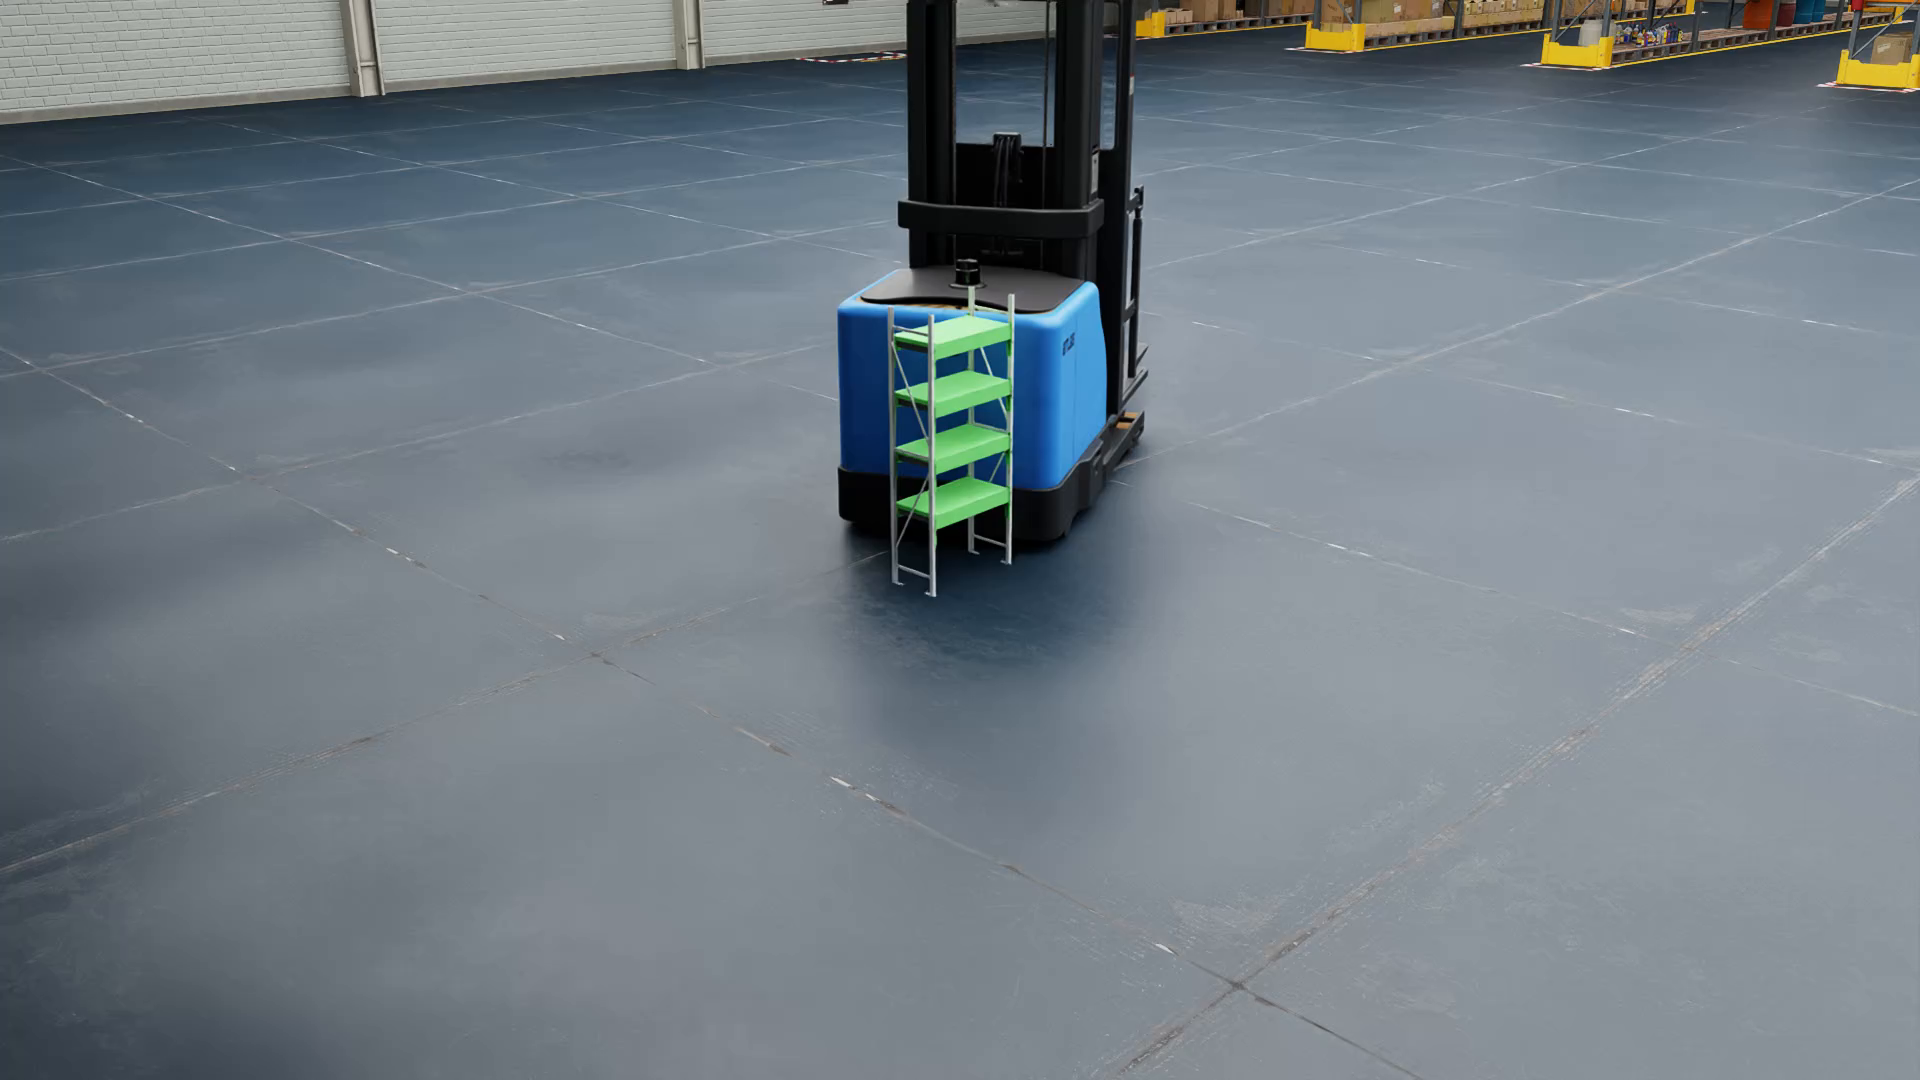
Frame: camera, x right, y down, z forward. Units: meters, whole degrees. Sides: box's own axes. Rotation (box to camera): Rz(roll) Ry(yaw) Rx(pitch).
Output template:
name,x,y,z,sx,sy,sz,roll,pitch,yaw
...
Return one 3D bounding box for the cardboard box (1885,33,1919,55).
name,x,y,z,sx,sy,sz,roll,pitch,yaw
cardboard box,15.306,-7.928,26.920,0.500,0.500,0.500,-12,24,-28

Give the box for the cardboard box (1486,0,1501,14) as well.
name,x,y,z,sx,sy,sz,roll,pitch,yaw
cardboard box,11.341,-11.568,35.956,0.500,0.311,0.500,18,27,39

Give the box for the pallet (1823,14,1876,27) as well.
name,x,y,z,sx,sy,sz,roll,pitch,yaw
pallet,20.625,-12.117,38.806,1.003,0.211,1.213,19,28,41

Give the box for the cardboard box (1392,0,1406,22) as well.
name,x,y,z,sx,sy,sz,roll,pitch,yaw
cardboard box,8.591,-10.666,33.347,0.500,0.500,0.500,19,28,41

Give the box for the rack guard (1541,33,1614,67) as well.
name,x,y,z,sx,sy,sz,roll,pitch,yaw
rack guard,10.937,-8.685,29.473,1.175,0.500,0.348,19,28,41

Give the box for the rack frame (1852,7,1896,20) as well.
name,x,y,z,sx,sy,sz,roll,pitch,yaw
rack frame,22.079,-13.933,39.644,1.000,3.000,0.127,19,28,41

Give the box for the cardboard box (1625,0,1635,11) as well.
name,x,y,z,sx,sy,sz,roll,pitch,yaw
cardboard box,16.190,-13.150,40.740,0.500,0.311,0.500,19,28,41

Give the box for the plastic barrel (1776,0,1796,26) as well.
name,x,y,z,sx,sy,sz,roll,pitch,yaw
plastic barrel,17.615,-11.367,35.744,0.600,0.588,0.708,19,28,41

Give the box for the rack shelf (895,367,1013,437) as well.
name,x,y,z,sx,sy,sz,roll,pitch,yaw
rack shelf,-0.033,-0.579,6.917,0.258,0.148,0.480,18,27,39

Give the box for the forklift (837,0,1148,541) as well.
name,x,y,z,sx,sy,sz,roll,pitch,yaw
forklift,0.362,-1.859,8.325,1.130,2.935,3.031,6,22,16

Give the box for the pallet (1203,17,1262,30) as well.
name,x,y,z,sx,sy,sz,roll,pitch,yaw
pallet,6.166,-11.845,38.097,1.003,0.211,1.213,19,28,41

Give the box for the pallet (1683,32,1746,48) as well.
name,x,y,z,sx,sy,sz,roll,pitch,yaw
pallet,15.079,-10.074,33.489,1.003,0.211,1.213,19,28,41

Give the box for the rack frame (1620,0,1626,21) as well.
name,x,y,z,sx,sy,sz,roll,pitch,yaw
rack frame,15.742,-14.146,40.196,1.000,3.000,0.127,19,28,41

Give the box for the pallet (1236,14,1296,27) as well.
name,x,y,z,sx,sy,sz,roll,pitch,yaw
pallet,7.151,-12.227,39.091,1.003,0.211,1.213,19,28,41

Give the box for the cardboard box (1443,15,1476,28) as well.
name,x,y,z,sx,sy,sz,roll,pitch,yaw
cardboard box,10.620,-11.043,35.373,0.500,0.250,0.500,18,28,39

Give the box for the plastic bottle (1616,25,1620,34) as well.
name,x,y,z,sx,sy,sz,roll,pitch,yaw
plastic bottle,12.289,-9.508,31.210,0.185,0.351,0.144,-19,28,-40

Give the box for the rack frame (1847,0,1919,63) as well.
name,x,y,z,sx,sy,sz,roll,pitch,yaw
rack frame,14.466,-8.581,25.718,1.000,3.000,0.127,19,28,41

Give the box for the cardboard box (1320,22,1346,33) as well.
name,x,y,z,sx,sy,sz,roll,pitch,yaw
cardboard box,7.533,-10.185,33.140,0.500,0.250,0.500,19,28,41

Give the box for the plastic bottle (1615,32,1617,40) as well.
name,x,y,z,sx,sy,sz,roll,pitch,yaw
plastic bottle,12.156,-9.371,30.947,0.061,0.283,0.133,19,28,41

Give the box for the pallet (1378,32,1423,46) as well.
name,x,y,z,sx,sy,sz,roll,pitch,yaw
pallet,8.725,-10.279,34.022,1.003,0.211,1.213,19,28,41

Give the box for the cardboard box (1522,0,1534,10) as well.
name,x,y,z,sx,sy,sz,roll,pitch,yaw
cardboard box,12.405,-11.960,36.976,0.500,0.311,0.500,19,28,40

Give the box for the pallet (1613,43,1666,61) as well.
name,x,y,z,sx,sy,sz,roll,pitch,yaw
pallet,12.358,-9.069,30.877,1.003,0.211,1.213,19,28,41

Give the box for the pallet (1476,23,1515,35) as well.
name,x,y,z,sx,sy,sz,roll,pitch,yaw
pallet,11.498,-11.302,36.684,1.003,0.211,1.213,19,28,41

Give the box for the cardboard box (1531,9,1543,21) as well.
name,x,y,z,sx,sy,sz,roll,pitch,yaw
cardboard box,12.759,-11.834,37.429,0.500,0.250,0.500,-19,28,-41

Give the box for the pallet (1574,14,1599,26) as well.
name,x,y,z,sx,sy,sz,roll,pitch,yaw
pallet,14.351,-12.310,39.308,1.003,0.211,1.213,19,28,41

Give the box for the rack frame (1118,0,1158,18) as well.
name,x,y,z,sx,sy,sz,roll,pitch,yaw
rack frame,3.819,-12.300,35.394,1.000,3.000,0.127,19,28,41

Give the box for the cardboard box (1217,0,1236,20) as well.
name,x,y,z,sx,sy,sz,roll,pitch,yaw
cardboard box,5.914,-12.090,37.719,0.500,0.500,0.500,17,27,37

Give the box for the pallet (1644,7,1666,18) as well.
name,x,y,z,sx,sy,sz,roll,pitch,yaw
pallet,17.073,-13.335,41.975,1.003,0.211,1.213,19,28,41

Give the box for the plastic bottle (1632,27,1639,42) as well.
name,x,y,z,sx,sy,sz,roll,pitch,yaw
plastic bottle,12.833,-9.609,31.584,0.097,0.271,0.097,0,21,0

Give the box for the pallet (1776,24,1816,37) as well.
name,x,y,z,sx,sy,sz,roll,pitch,yaw
pallet,17.869,-11.100,36.160,1.003,0.211,1.213,19,28,41

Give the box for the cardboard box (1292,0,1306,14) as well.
name,x,y,z,sx,sy,sz,roll,pitch,yaw
cardboard box,7.820,-12.826,39.635,0.700,0.500,0.500,20,28,41

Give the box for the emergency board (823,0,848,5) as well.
name,x,y,z,sx,sy,sz,roll,pitch,yaw
emergency board,-2.269,-10.531,30.791,0.157,1.169,0.626,19,28,41

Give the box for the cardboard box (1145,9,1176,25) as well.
name,x,y,z,sx,sy,sz,roll,pitch,yaw
cardboard box,4.366,-11.405,36.202,0.500,0.311,0.500,15,26,35

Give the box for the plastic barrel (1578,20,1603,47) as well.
name,x,y,z,sx,sy,sz,roll,pitch,yaw
plastic barrel,11.322,-9.043,29.804,0.421,0.512,0.421,0,21,0

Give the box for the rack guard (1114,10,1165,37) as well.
name,x,y,z,sx,sy,sz,roll,pitch,yaw
rack guard,3.872,-11.153,35.893,1.175,0.500,0.348,19,28,41

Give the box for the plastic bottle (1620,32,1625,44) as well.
name,x,y,z,sx,sy,sz,roll,pitch,yaw
plastic bottle,12.406,-9.419,31.187,0.097,0.201,0.097,0,21,0

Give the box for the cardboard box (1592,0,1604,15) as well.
name,x,y,z,sx,sy,sz,roll,pitch,yaw
cardboard box,14.902,-12.732,39.389,0.500,0.500,0.500,20,29,41

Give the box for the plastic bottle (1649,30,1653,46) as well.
name,x,y,z,sx,sy,sz,roll,pitch,yaw
plastic bottle,12.714,-9.254,30.659,0.097,0.271,0.097,0,21,0

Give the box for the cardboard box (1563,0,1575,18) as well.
name,x,y,z,sx,sy,sz,roll,pitch,yaw
cardboard box,13.835,-12.337,38.363,0.500,0.500,0.500,18,27,39

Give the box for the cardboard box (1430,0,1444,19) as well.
name,x,y,z,sx,sy,sz,roll,pitch,yaw
cardboard box,9.637,-11.052,34.350,0.500,0.500,0.500,19,28,41

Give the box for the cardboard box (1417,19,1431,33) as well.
name,x,y,z,sx,sy,sz,roll,pitch,yaw
cardboard box,9.300,-10.569,34.140,0.500,0.250,0.500,19,28,41

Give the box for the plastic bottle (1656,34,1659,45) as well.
name,x,y,z,sx,sy,sz,roll,pitch,yaw
plastic bottle,12.927,-9.300,30.876,0.097,0.201,0.097,0,21,0

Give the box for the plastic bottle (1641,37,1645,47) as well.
name,x,y,z,sx,sy,sz,roll,pitch,yaw
plastic bottle,12.478,-9.134,30.445,0.097,0.201,0.097,0,21,0

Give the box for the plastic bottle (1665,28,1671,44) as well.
name,x,y,z,sx,sy,sz,roll,pitch,yaw
plastic bottle,13.247,-9.447,31.144,0.133,0.283,0.061,-18,27,-39

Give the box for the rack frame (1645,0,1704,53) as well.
name,x,y,z,sx,sy,sz,roll,pitch,yaw
rack frame,13.708,-10.848,31.618,1.000,3.000,0.127,19,28,41

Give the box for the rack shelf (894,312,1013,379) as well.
name,x,y,z,sx,sy,sz,roll,pitch,yaw
rack shelf,-0.033,-0.803,6.831,0.258,0.148,0.480,18,27,39

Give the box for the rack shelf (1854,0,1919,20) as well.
name,x,y,z,sx,sy,sz,roll,pitch,yaw
rack shelf,15.861,-8.759,27.185,1.077,0.370,4.000,19,28,41

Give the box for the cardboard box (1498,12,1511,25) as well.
name,x,y,z,sx,sy,sz,roll,pitch,yaw
cardboard box,11.693,-11.439,36.401,0.500,0.250,0.500,-20,28,-41

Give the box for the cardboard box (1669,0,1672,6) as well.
name,x,y,z,sx,sy,sz,roll,pitch,yaw
cardboard box,17.983,-13.774,42.565,0.380,0.166,0.250,19,28,41

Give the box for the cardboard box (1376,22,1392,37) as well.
name,x,y,z,sx,sy,sz,roll,pitch,yaw
cardboard box,8.250,-10.185,33.140,0.500,0.250,0.500,19,28,41

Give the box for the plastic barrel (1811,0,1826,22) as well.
name,x,y,z,sx,sy,sz,roll,pitch,yaw
plastic barrel,18.897,-11.986,36.917,0.600,0.901,0.708,19,28,41

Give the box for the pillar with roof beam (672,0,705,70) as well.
name,x,y,z,sx,sy,sz,roll,pitch,yaw
pillar with roof beam,-1.599,-11.334,24.521,9.100,9.000,0.400,19,28,41

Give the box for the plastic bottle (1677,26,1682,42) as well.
name,x,y,z,sx,sy,sz,roll,pitch,yaw
plastic bottle,13.608,-9.580,31.490,0.133,0.283,0.061,-18,28,-39

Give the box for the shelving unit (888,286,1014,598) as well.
name,x,y,z,sx,sy,sz,roll,pitch,yaw
shelving unit,-0.033,-0.414,6.980,0.258,1.200,0.503,18,27,39

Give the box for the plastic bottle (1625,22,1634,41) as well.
name,x,y,z,sx,sy,sz,roll,pitch,yaw
plastic bottle,12.716,-9.665,31.619,0.144,0.351,0.185,18,27,38
